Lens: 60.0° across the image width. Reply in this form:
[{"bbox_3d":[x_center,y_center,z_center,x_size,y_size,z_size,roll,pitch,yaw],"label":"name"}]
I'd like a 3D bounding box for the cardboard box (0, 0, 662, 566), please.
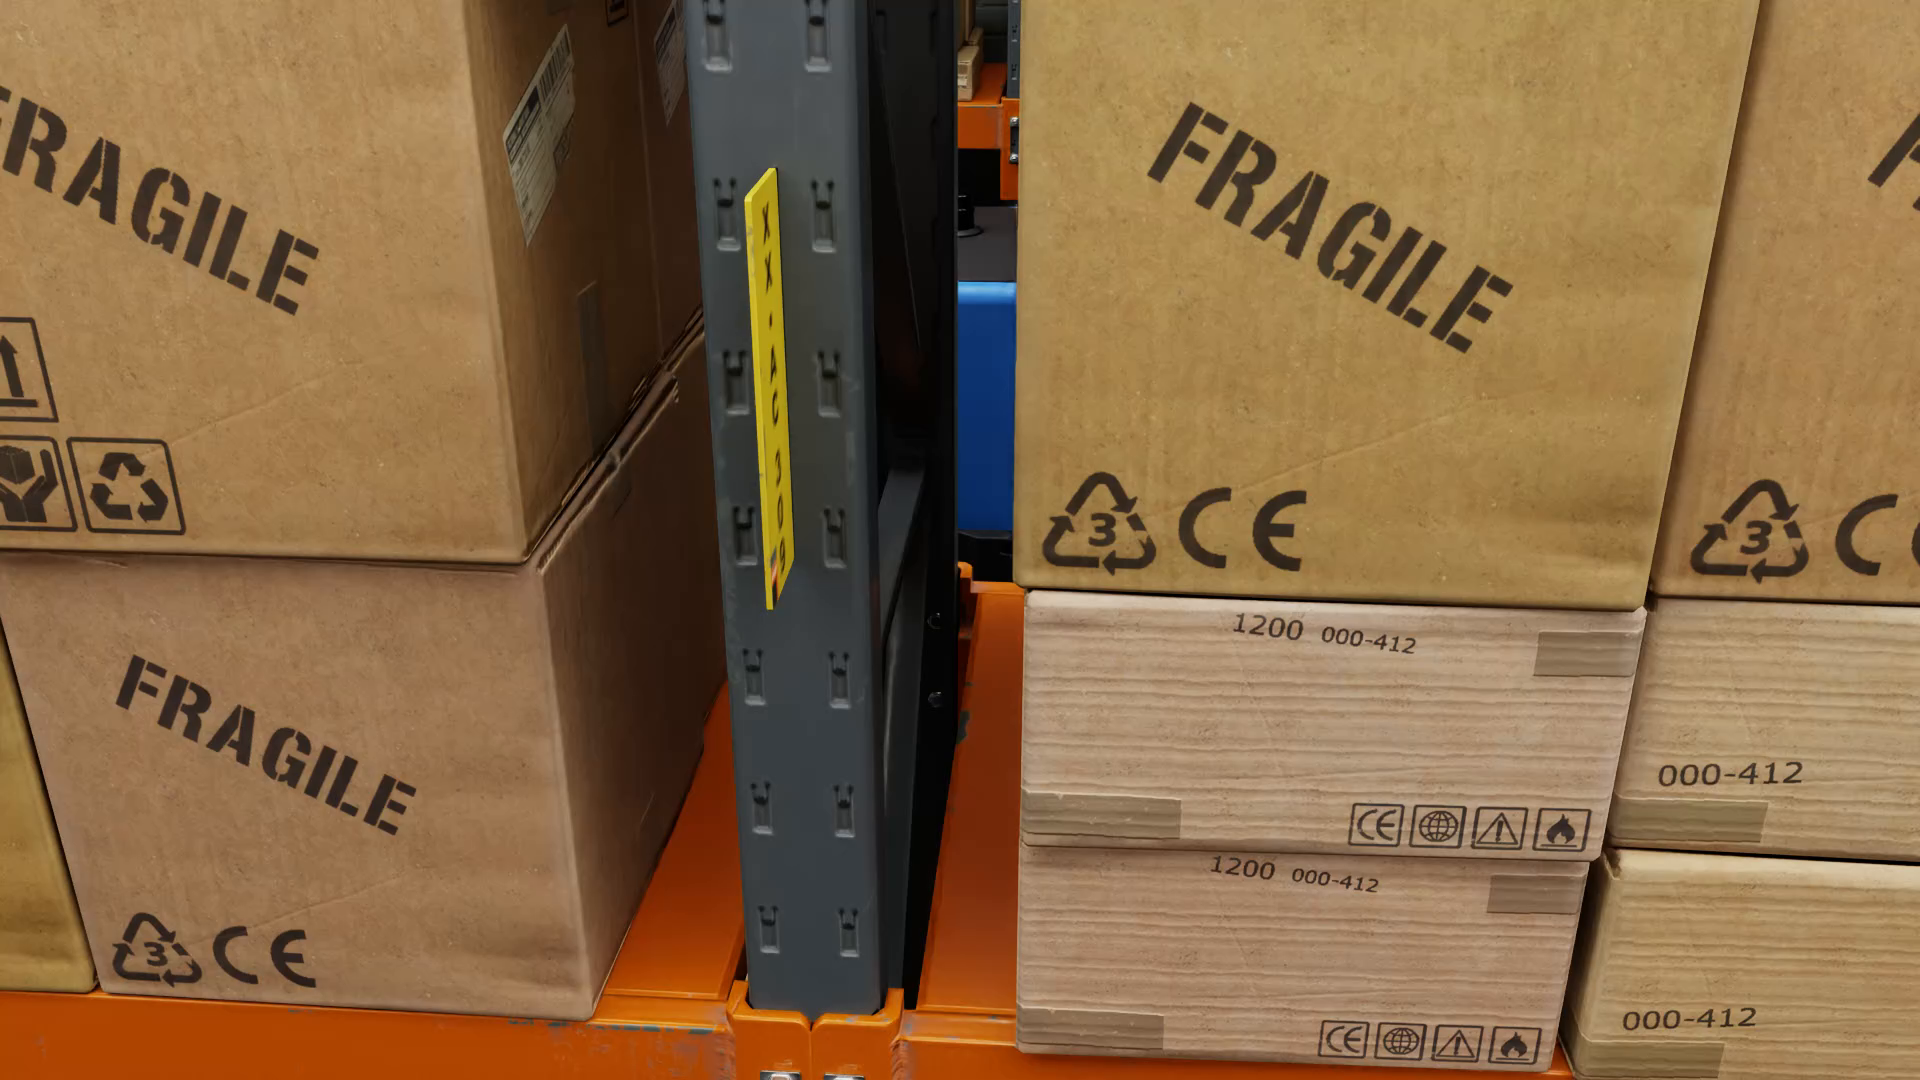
[{"bbox_3d":[-0.595,-0.314,1.528,0.500,0.500,0.500,2,25,4],"label":"cardboard box"}]

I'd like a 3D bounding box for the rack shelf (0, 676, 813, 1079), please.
[{"bbox_3d":[-2.098,0.349,2.264,4.000,0.370,1.077,2,25,4],"label":"rack shelf"}]

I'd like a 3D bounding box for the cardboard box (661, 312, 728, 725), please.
[{"bbox_3d":[-0.551,-0.084,2.224,0.500,0.500,0.500,3,25,6],"label":"cardboard box"}]

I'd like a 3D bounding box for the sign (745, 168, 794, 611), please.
[{"bbox_3d":[-0.144,-0.112,1.274,0.005,0.325,0.100,2,25,4],"label":"sign"}]

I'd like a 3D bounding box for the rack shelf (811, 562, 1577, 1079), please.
[{"bbox_3d":[1.891,0.477,1.986,4.000,0.370,1.077,2,25,4],"label":"rack shelf"}]

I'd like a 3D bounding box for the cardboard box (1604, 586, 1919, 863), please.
[{"bbox_3d":[0.836,0.064,1.605,0.500,0.250,0.500,2,25,5],"label":"cardboard box"}]

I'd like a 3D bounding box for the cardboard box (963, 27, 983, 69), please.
[{"bbox_3d":[-0.042,-1.994,6.795,0.250,0.149,0.380,2,25,4],"label":"cardboard box"}]

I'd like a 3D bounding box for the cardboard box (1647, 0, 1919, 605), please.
[{"bbox_3d":[0.823,-0.275,1.444,0.500,0.500,0.500,2,25,4],"label":"cardboard box"}]

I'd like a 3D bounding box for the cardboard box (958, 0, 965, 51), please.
[{"bbox_3d":[-0.254,-1.965,6.255,0.500,0.250,0.500,2,25,5],"label":"cardboard box"}]

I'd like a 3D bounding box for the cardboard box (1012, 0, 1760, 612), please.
[{"bbox_3d":[0.313,-0.280,1.454,0.500,0.500,0.500,2,25,5],"label":"cardboard box"}]

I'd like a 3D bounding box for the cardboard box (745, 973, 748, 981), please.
[{"bbox_3d":[-0.721,0.994,2.563,0.875,0.438,0.875,1,25,3],"label":"cardboard box"}]

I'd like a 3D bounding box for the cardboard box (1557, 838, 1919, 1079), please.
[{"bbox_3d":[0.831,0.294,1.702,0.500,0.250,0.500,1,25,3],"label":"cardboard box"}]

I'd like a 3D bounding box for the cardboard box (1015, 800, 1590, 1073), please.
[{"bbox_3d":[0.315,0.278,1.736,0.500,0.250,0.500,1,25,3],"label":"cardboard box"}]

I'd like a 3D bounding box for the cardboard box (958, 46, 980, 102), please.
[{"bbox_3d":[-0.064,-1.774,6.317,0.250,0.149,0.380,2,25,5],"label":"cardboard box"}]

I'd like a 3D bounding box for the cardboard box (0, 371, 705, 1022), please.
[{"bbox_3d":[-0.585,0.132,1.755,0.500,0.500,0.500,2,25,4],"label":"cardboard box"}]

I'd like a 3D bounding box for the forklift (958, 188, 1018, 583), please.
[{"bbox_3d":[1.104,-1.267,4.997,3.031,2.935,1.130,1,25,3],"label":"forklift"}]

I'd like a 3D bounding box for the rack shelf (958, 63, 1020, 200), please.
[{"bbox_3d":[-1.721,-1.720,6.760,4.000,0.370,1.077,2,25,4],"label":"rack shelf"}]

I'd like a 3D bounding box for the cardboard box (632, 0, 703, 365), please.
[{"bbox_3d":[-0.560,-0.530,1.997,0.500,0.500,0.500,2,25,4],"label":"cardboard box"}]

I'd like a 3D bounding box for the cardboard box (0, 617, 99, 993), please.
[{"bbox_3d":[-1.099,0.118,1.785,0.500,0.500,0.500,1,25,3],"label":"cardboard box"}]

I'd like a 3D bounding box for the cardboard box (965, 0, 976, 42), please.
[{"bbox_3d":[-0.200,-2.178,6.719,0.500,0.250,0.500,2,25,3],"label":"cardboard box"}]

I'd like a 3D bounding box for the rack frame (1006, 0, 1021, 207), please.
[{"bbox_3d":[0.273,-1.983,6.471,0.127,3.000,1.000,2,25,4],"label":"rack frame"}]

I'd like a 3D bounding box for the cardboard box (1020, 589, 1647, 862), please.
[{"bbox_3d":[0.314,0.059,1.616,0.500,0.250,0.500,1,25,2],"label":"cardboard box"}]
